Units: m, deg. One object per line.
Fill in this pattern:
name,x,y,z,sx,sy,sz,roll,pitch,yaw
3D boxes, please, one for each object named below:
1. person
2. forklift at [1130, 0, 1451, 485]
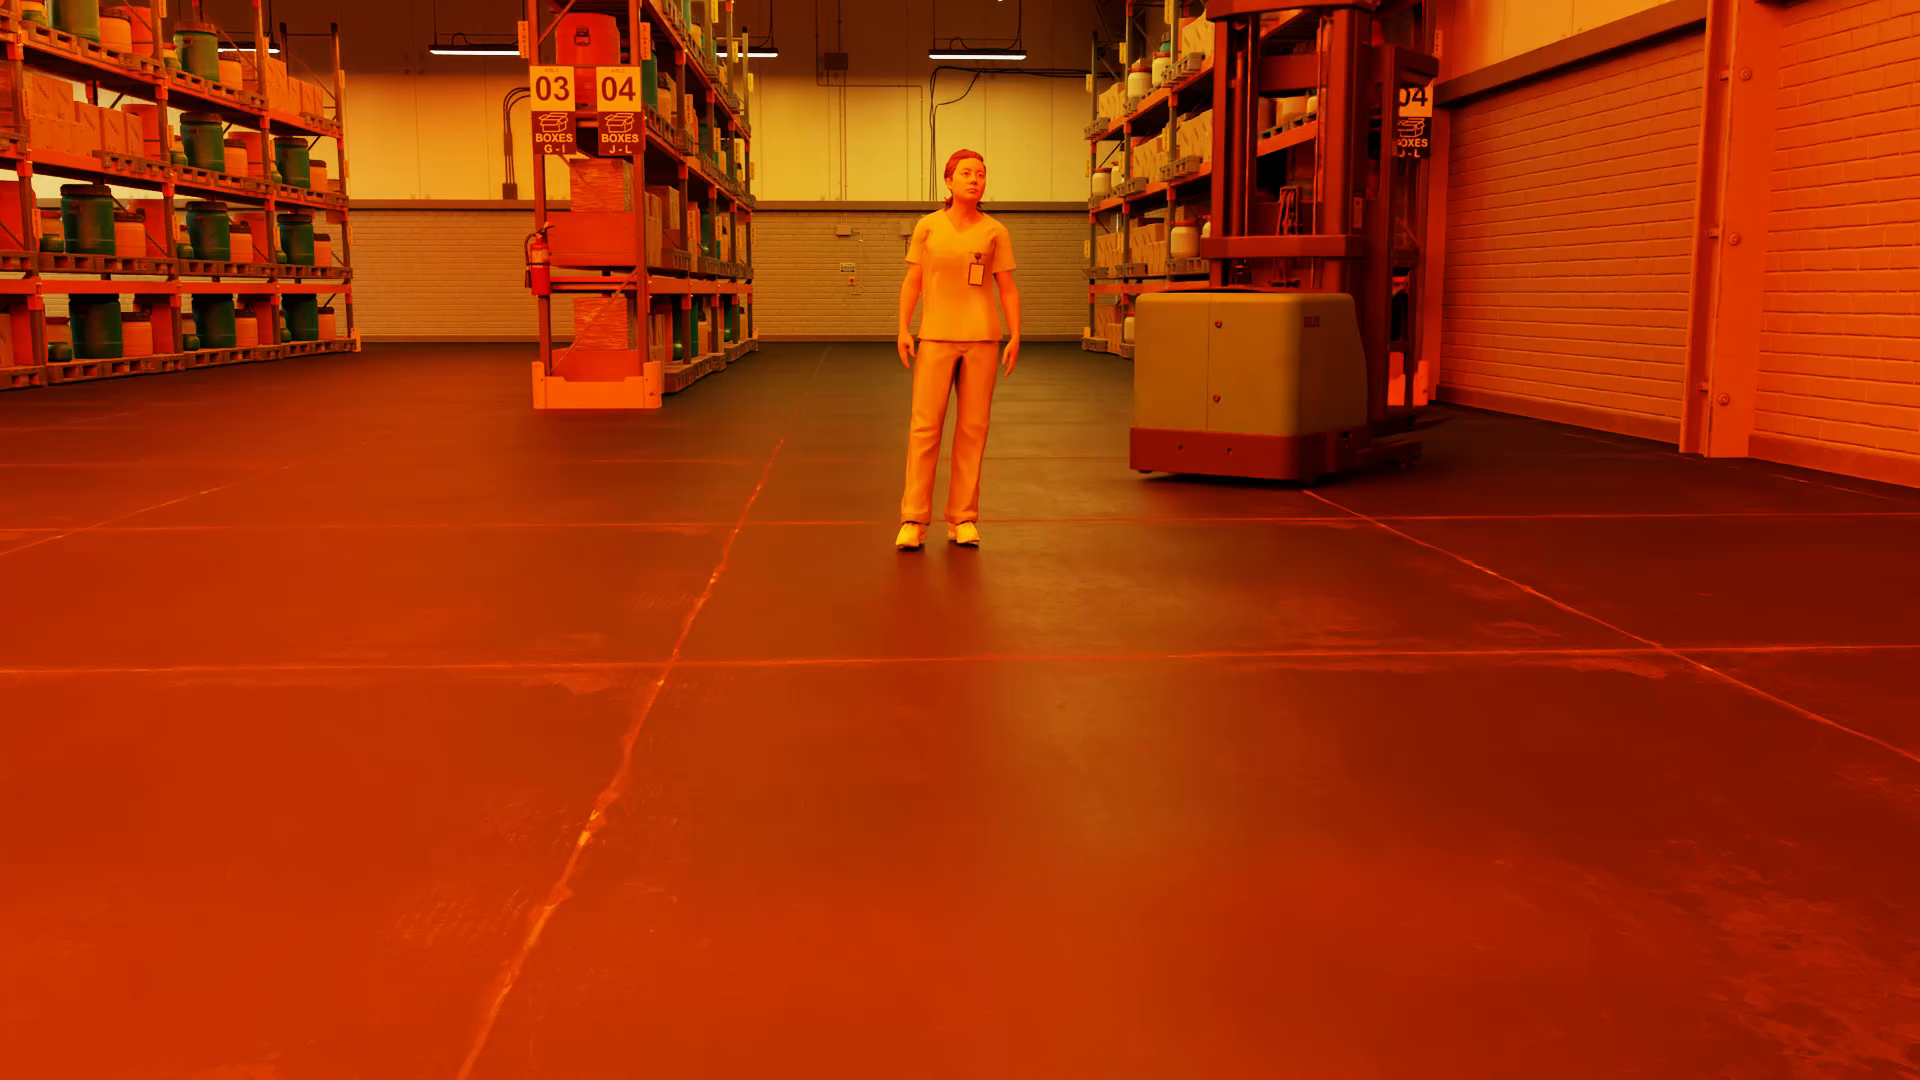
person,-0.009,-0.825,7.112,0.549,1.675,0.549,-1,8,-4
forklift,2.244,-1.925,10.293,1.130,2.935,3.031,6,10,35
